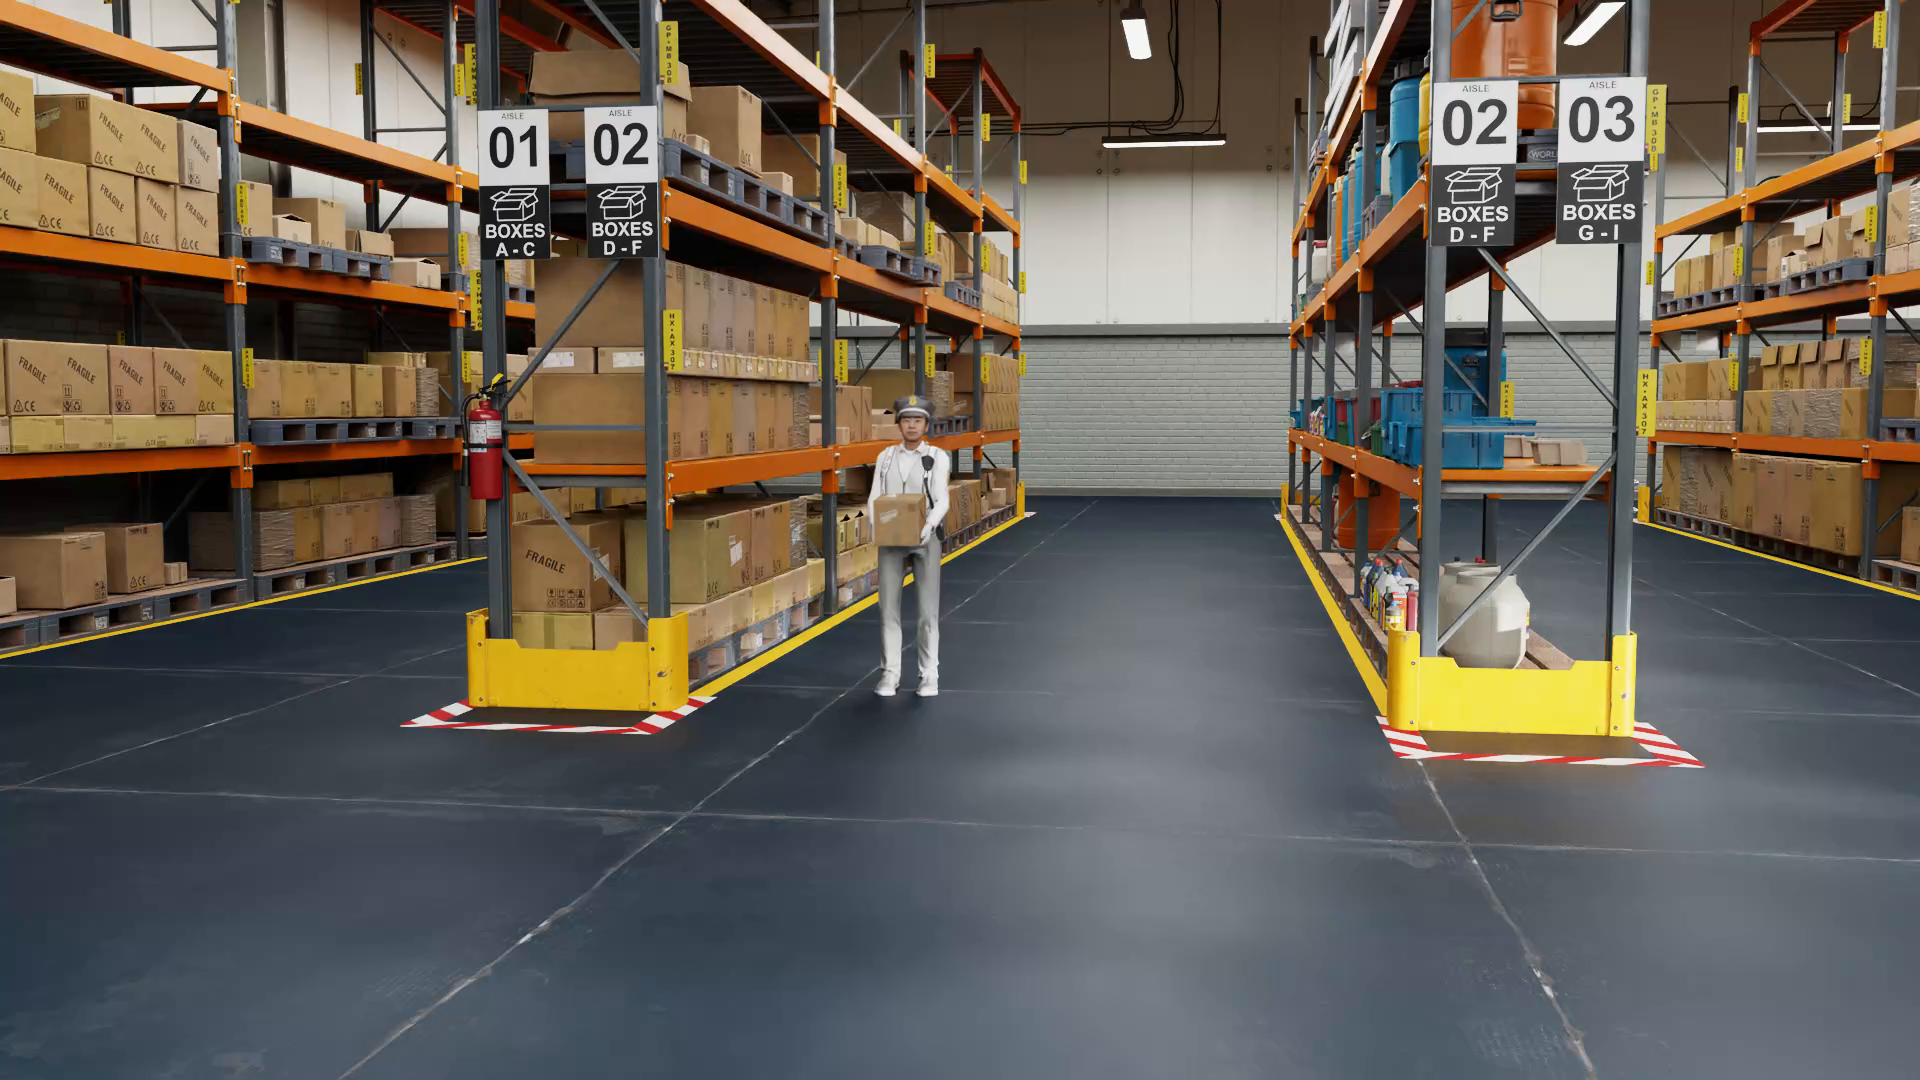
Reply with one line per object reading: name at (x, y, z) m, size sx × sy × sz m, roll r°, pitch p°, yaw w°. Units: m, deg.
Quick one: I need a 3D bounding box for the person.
person at (-0.293, 0.029, 9.346) m, size 0.469 × 1.690 × 0.550 m, roll 1°, pitch 5°, yaw 8°
